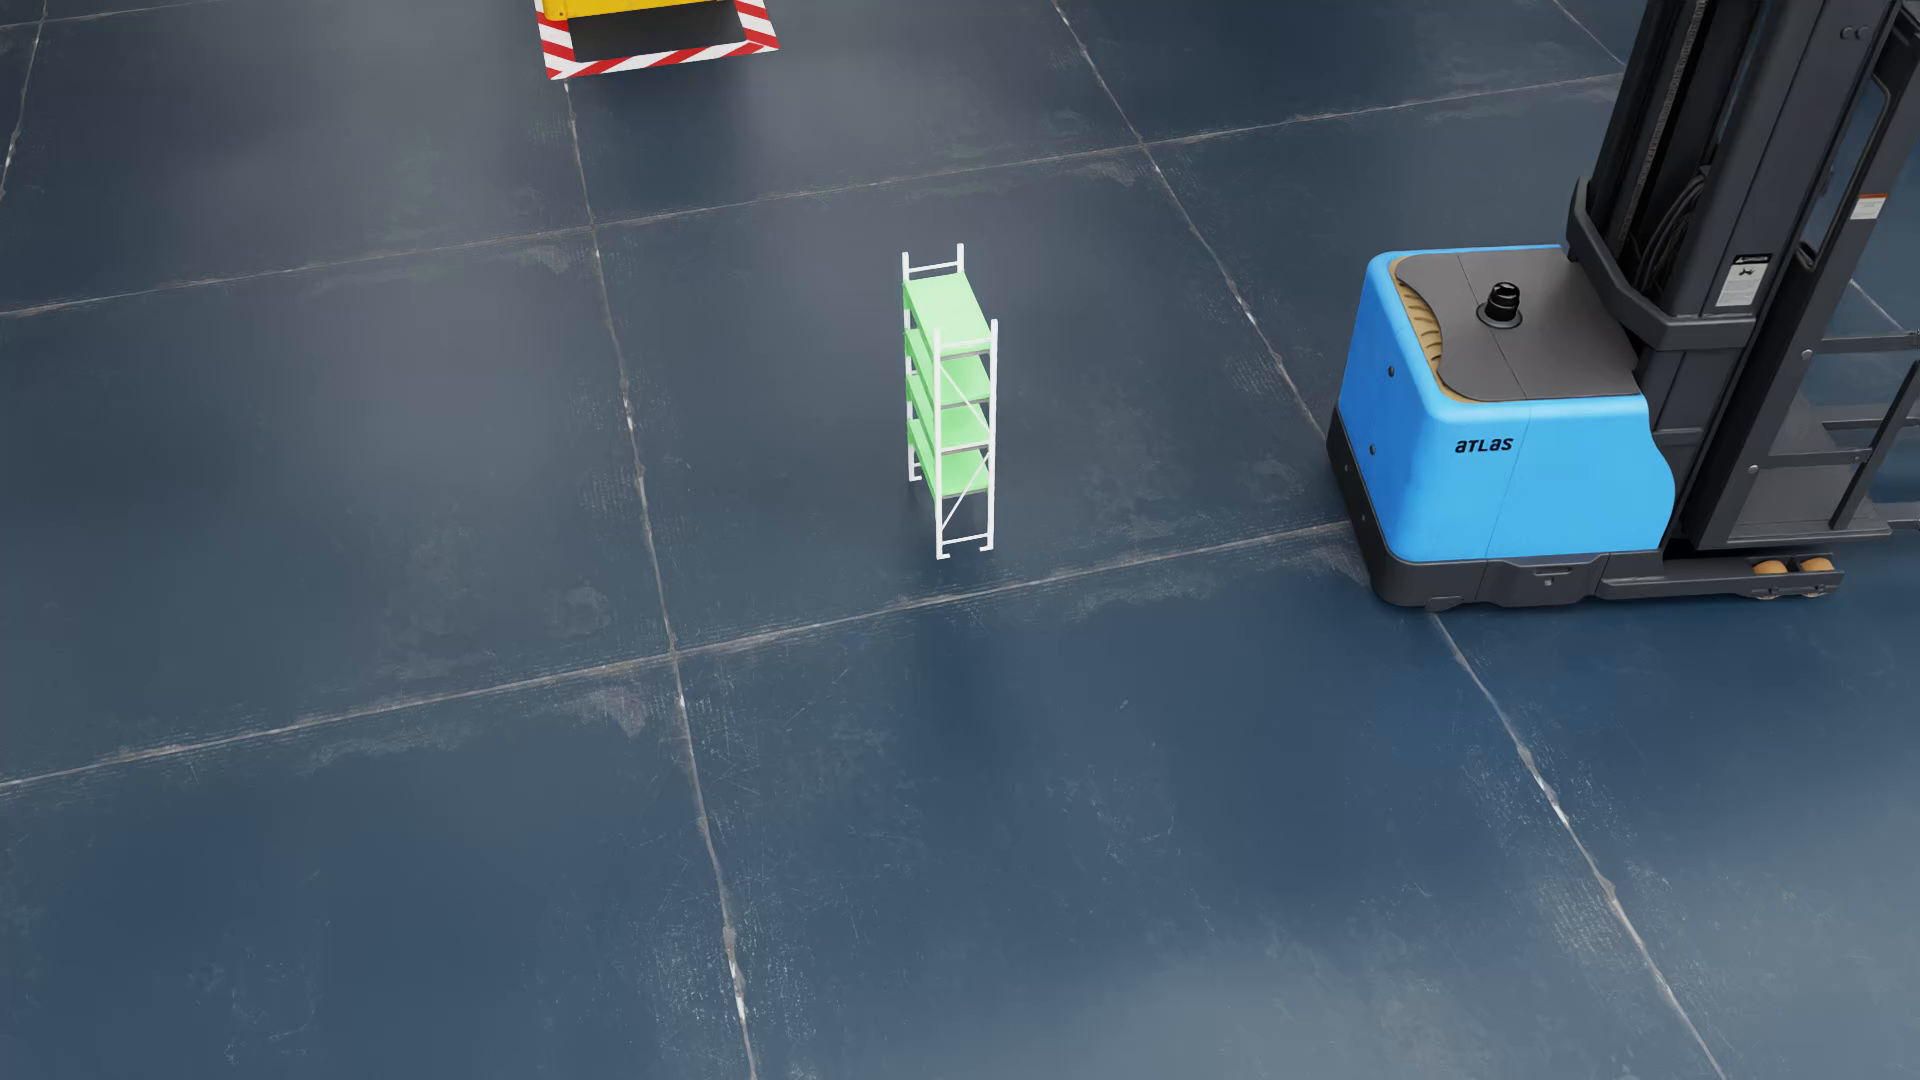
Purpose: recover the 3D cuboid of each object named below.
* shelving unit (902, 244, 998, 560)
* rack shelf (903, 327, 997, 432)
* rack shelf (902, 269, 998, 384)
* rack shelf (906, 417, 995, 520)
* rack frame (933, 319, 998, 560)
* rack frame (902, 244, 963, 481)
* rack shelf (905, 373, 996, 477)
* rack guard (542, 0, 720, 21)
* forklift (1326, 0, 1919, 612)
[{"bbox_3d":[-0.042,-0.534,6.684,0.258,1.200,0.503,-11,47,-10],"label":"shelving unit"},{"bbox_3d":[-0.042,-0.658,6.558,0.258,0.148,0.480,-11,47,-10],"label":"rack shelf"},{"bbox_3d":[-0.042,-0.825,6.387,0.258,0.148,0.480,-11,47,-10],"label":"rack shelf"},{"bbox_3d":[-0.042,-0.322,6.901,0.258,0.148,0.480,-11,47,-10],"label":"rack shelf"},{"bbox_3d":[0.020,-0.366,6.519,0.240,1.200,0.015,-11,47,-10],"label":"rack frame"},{"bbox_3d":[-0.105,-0.703,6.849,0.240,1.200,0.015,-11,47,-10],"label":"rack frame"},{"bbox_3d":[-0.042,-0.490,6.730,0.258,0.148,0.480,-11,47,-10],"label":"rack shelf"},{"bbox_3d":[-1.987,-3.538,10.118,1.175,0.500,0.348,-11,47,-10],"label":"rack guard"},{"bbox_3d":[3.150,-1.160,6.086,3.031,2.935,1.130,-3,46,-3],"label":"forklift"}]
